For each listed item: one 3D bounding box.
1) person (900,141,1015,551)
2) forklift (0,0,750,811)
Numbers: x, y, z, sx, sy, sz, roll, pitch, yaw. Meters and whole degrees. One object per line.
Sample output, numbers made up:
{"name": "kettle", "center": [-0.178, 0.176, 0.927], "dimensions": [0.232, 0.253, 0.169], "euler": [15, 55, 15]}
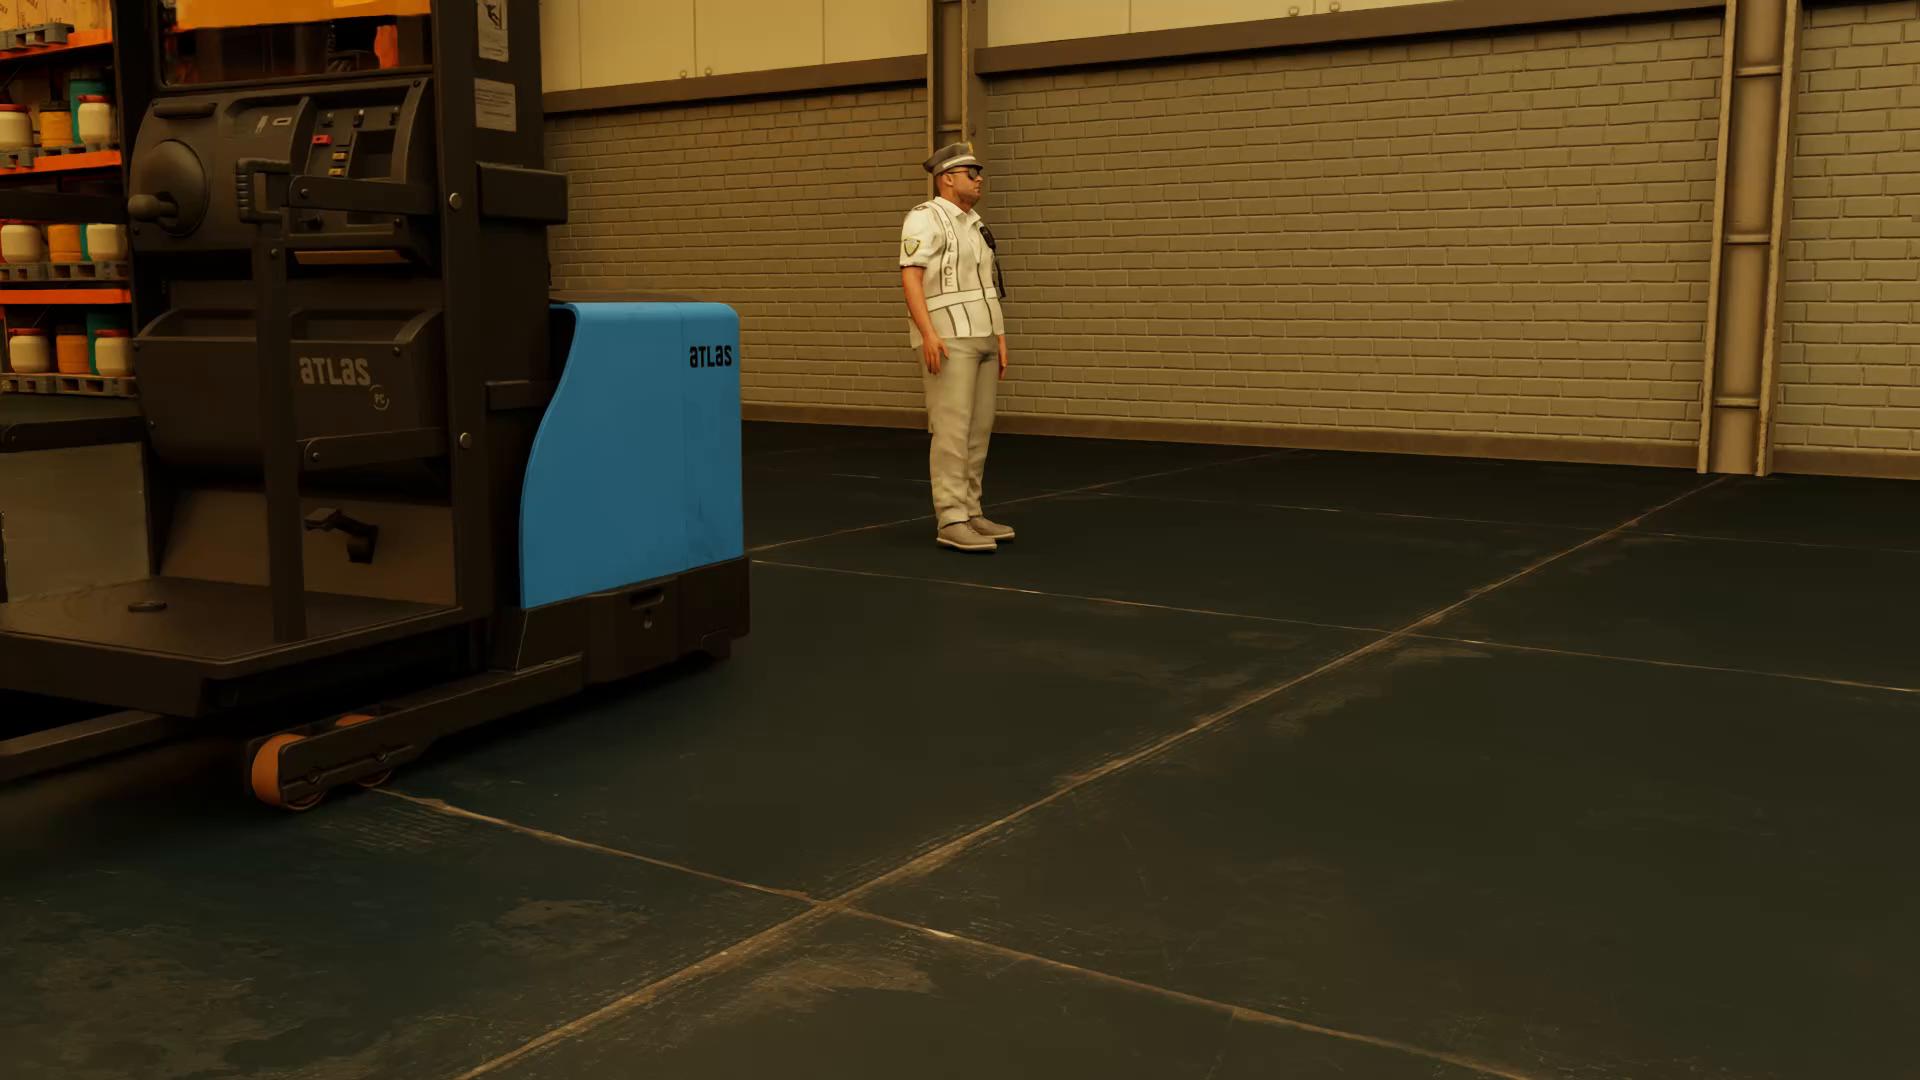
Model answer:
{"name": "person", "center": [0.057, -0.878, 7.425], "dimensions": [0.575, 1.773, 0.640], "euler": [5, 10, 34]}
{"name": "forklift", "center": [-1.748, -0.944, 3.827], "dimensions": [1.130, 2.935, 3.031], "euler": [4, 9, 26]}
